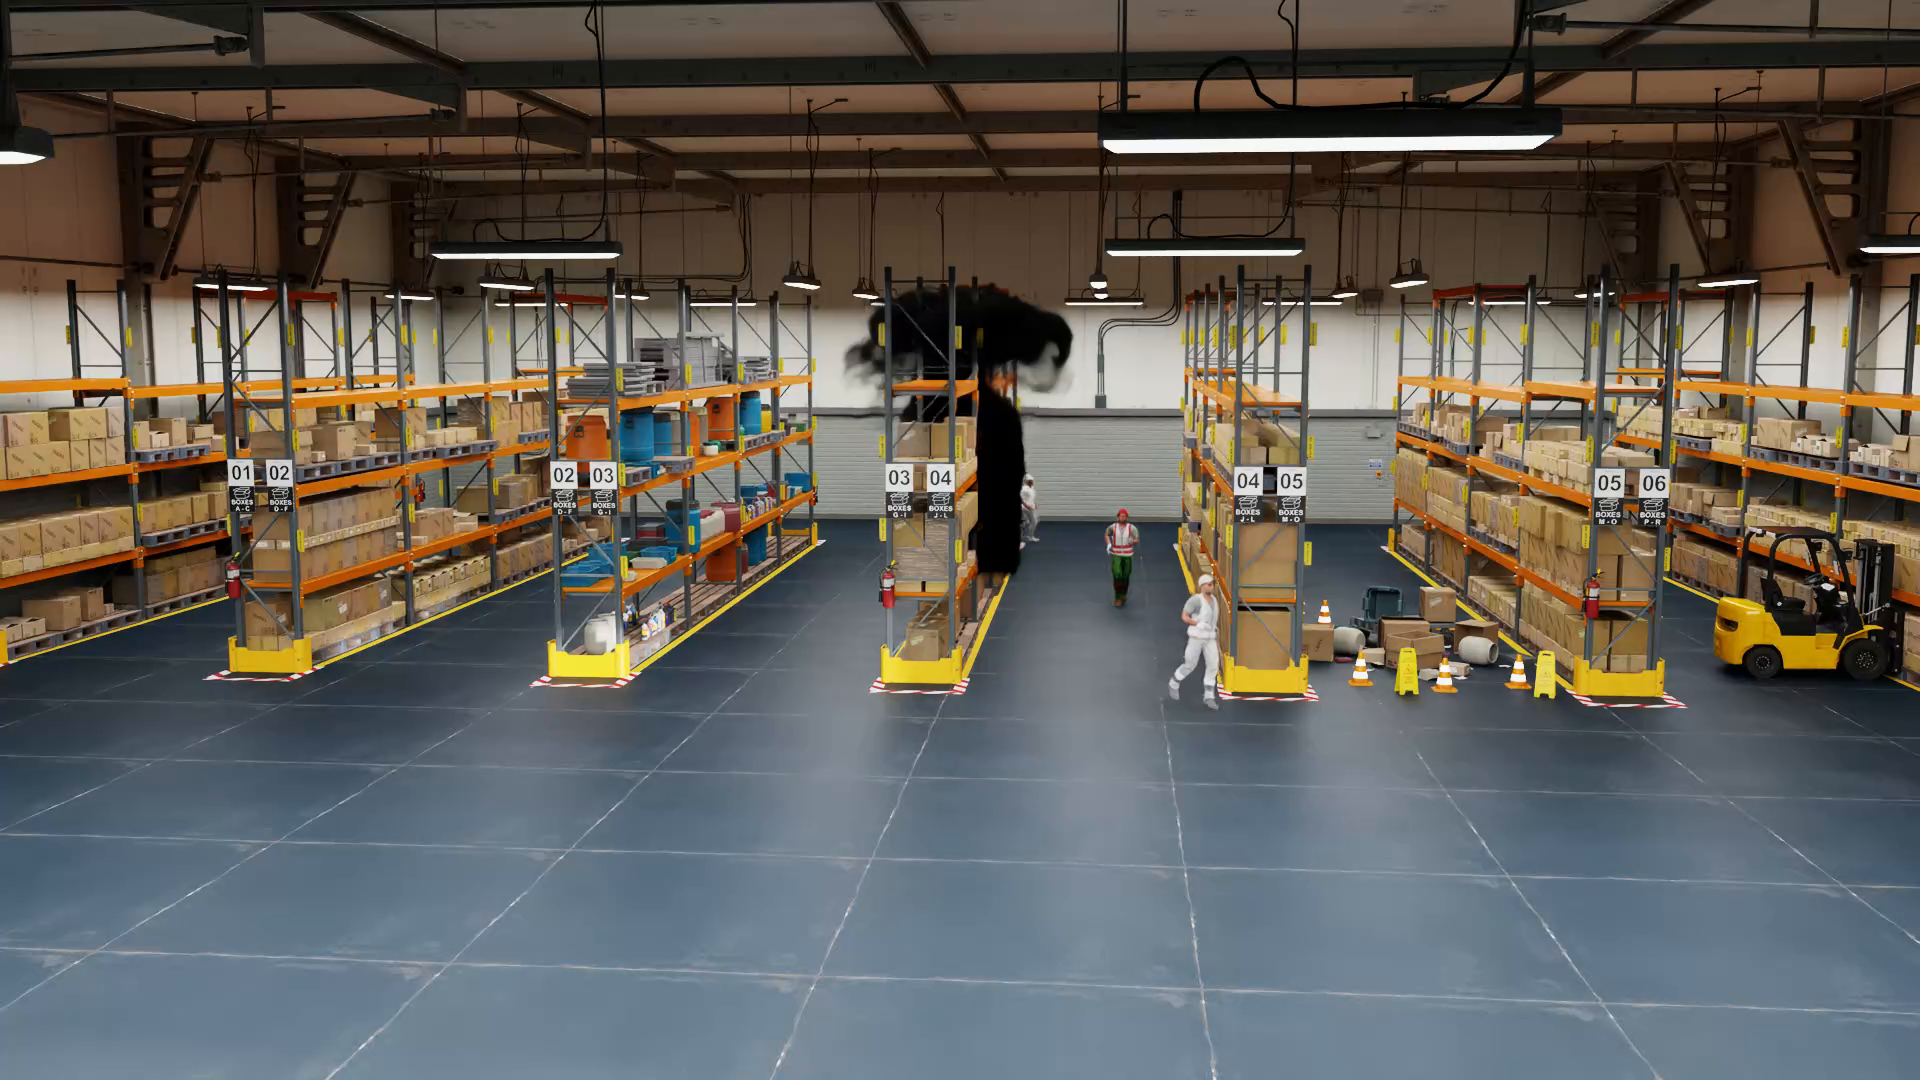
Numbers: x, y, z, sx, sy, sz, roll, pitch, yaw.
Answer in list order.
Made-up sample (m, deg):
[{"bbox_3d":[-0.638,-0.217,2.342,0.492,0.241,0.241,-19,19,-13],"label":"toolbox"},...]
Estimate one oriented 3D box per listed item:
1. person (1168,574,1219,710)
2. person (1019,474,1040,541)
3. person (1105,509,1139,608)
[{"bbox_3d":[3.299,1.358,22.692,0.692,1.786,0.933,-5,8,-33],"label":"person"},{"bbox_3d":[1.645,-0.790,40.932,0.558,1.685,0.725,2,7,18],"label":"person"},{"bbox_3d":[3.039,0.334,31.170,0.630,1.843,0.725,0,7,3],"label":"person"}]
